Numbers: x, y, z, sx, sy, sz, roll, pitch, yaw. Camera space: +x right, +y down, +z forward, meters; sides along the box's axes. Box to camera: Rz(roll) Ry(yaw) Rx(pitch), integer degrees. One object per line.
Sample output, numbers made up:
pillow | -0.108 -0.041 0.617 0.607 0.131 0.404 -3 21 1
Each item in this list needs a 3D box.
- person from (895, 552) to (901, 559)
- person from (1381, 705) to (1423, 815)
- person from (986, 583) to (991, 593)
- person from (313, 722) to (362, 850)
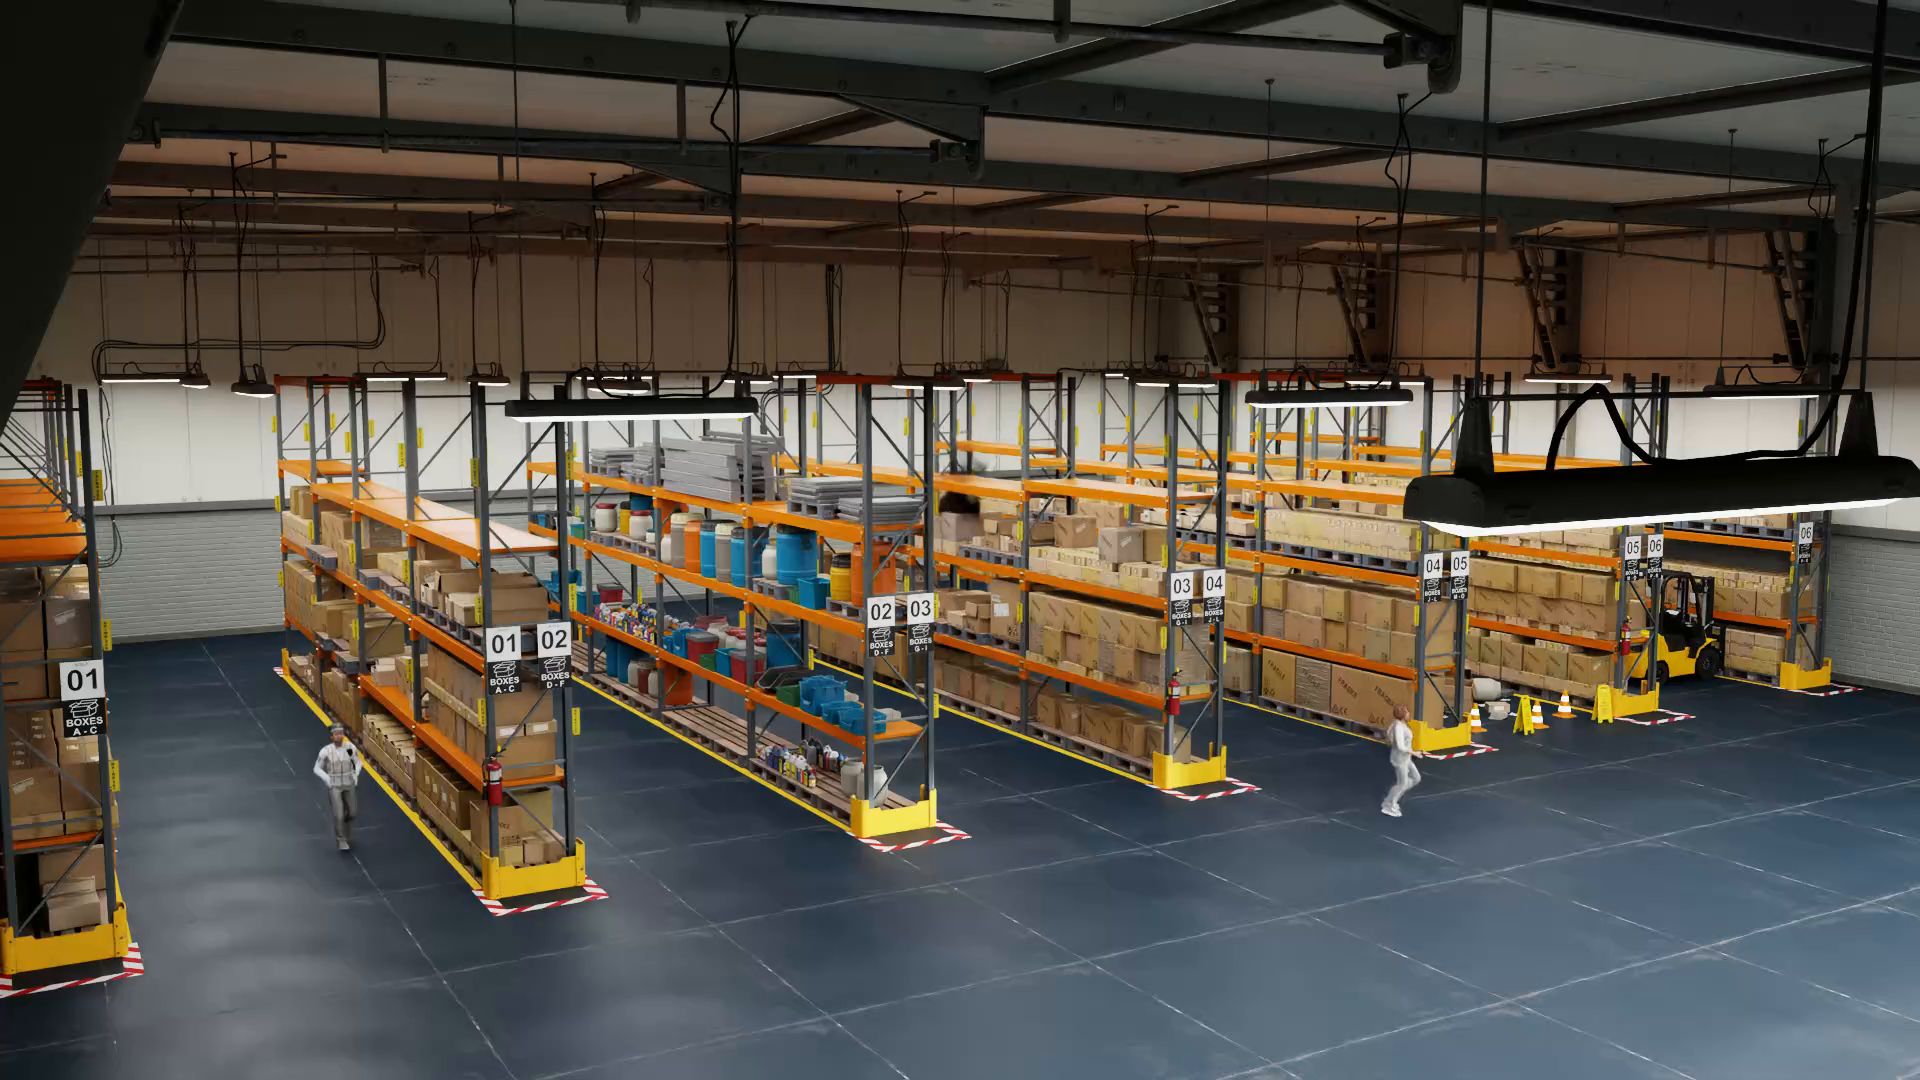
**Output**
person | -1.585 1.069 40.871 0.648 1.630 0.748 4 8 34
person | 6.128 3.041 23.022 0.540 1.558 0.553 2 6 14
person | 0.883 0.904 41.845 0.749 1.703 0.760 4 7 32
person | -8.015 3.162 21.495 0.612 1.648 0.576 -4 7 -32
